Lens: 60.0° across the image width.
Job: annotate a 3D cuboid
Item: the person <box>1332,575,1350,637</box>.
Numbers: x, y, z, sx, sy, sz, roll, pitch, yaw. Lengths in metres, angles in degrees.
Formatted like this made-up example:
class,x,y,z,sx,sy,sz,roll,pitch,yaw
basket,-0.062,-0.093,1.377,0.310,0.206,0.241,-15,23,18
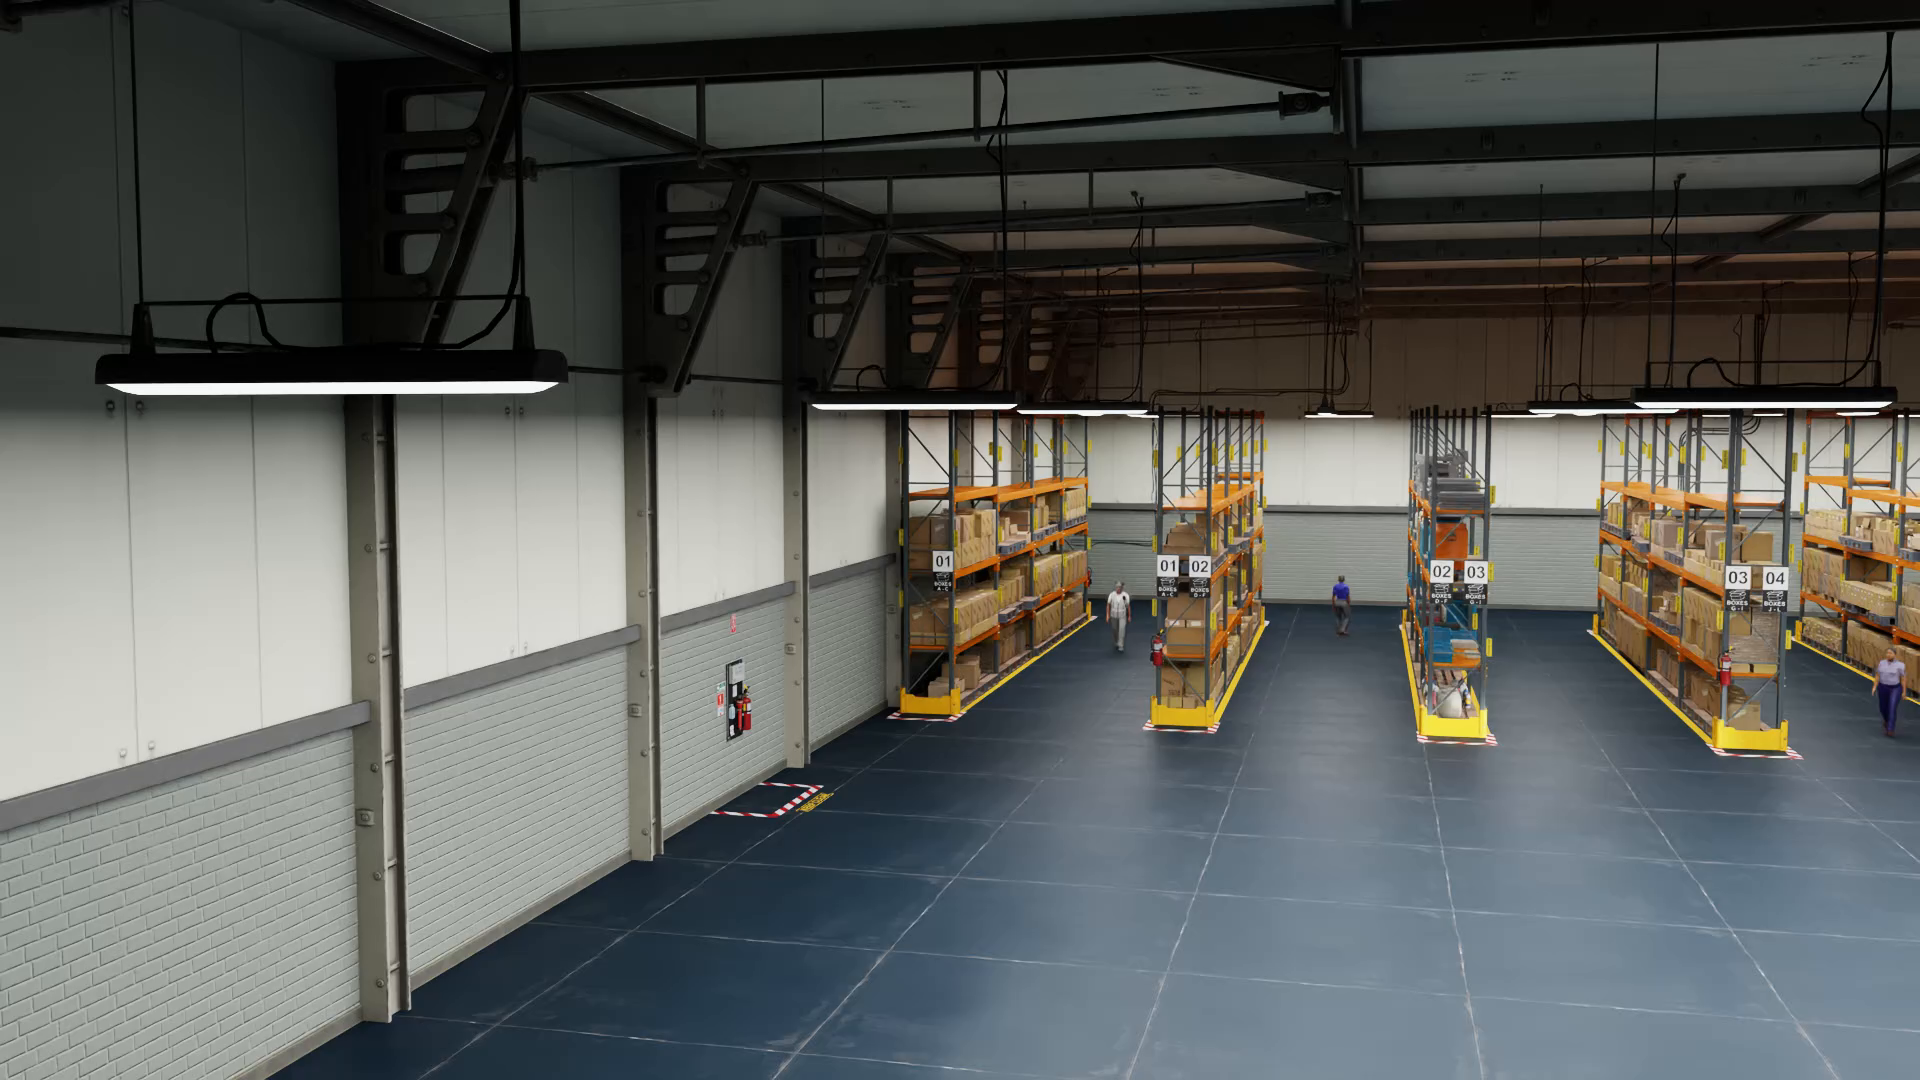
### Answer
class,x,y,z,sx,sy,sz,roll,pitch,yaw
person,10.070,1.747,43.910,0.532,1.661,0.522,2,5,30

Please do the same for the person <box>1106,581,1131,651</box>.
class,x,y,z,sx,sy,sz,roll,pitch,yaw
person,3.954,1.879,41.476,0.596,1.713,1.099,1,4,10

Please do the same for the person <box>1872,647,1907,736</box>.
class,x,y,z,sx,sy,sz,roll,pitch,yaw
person,16.987,2.731,30.355,0.534,1.590,1.038,4,6,43
